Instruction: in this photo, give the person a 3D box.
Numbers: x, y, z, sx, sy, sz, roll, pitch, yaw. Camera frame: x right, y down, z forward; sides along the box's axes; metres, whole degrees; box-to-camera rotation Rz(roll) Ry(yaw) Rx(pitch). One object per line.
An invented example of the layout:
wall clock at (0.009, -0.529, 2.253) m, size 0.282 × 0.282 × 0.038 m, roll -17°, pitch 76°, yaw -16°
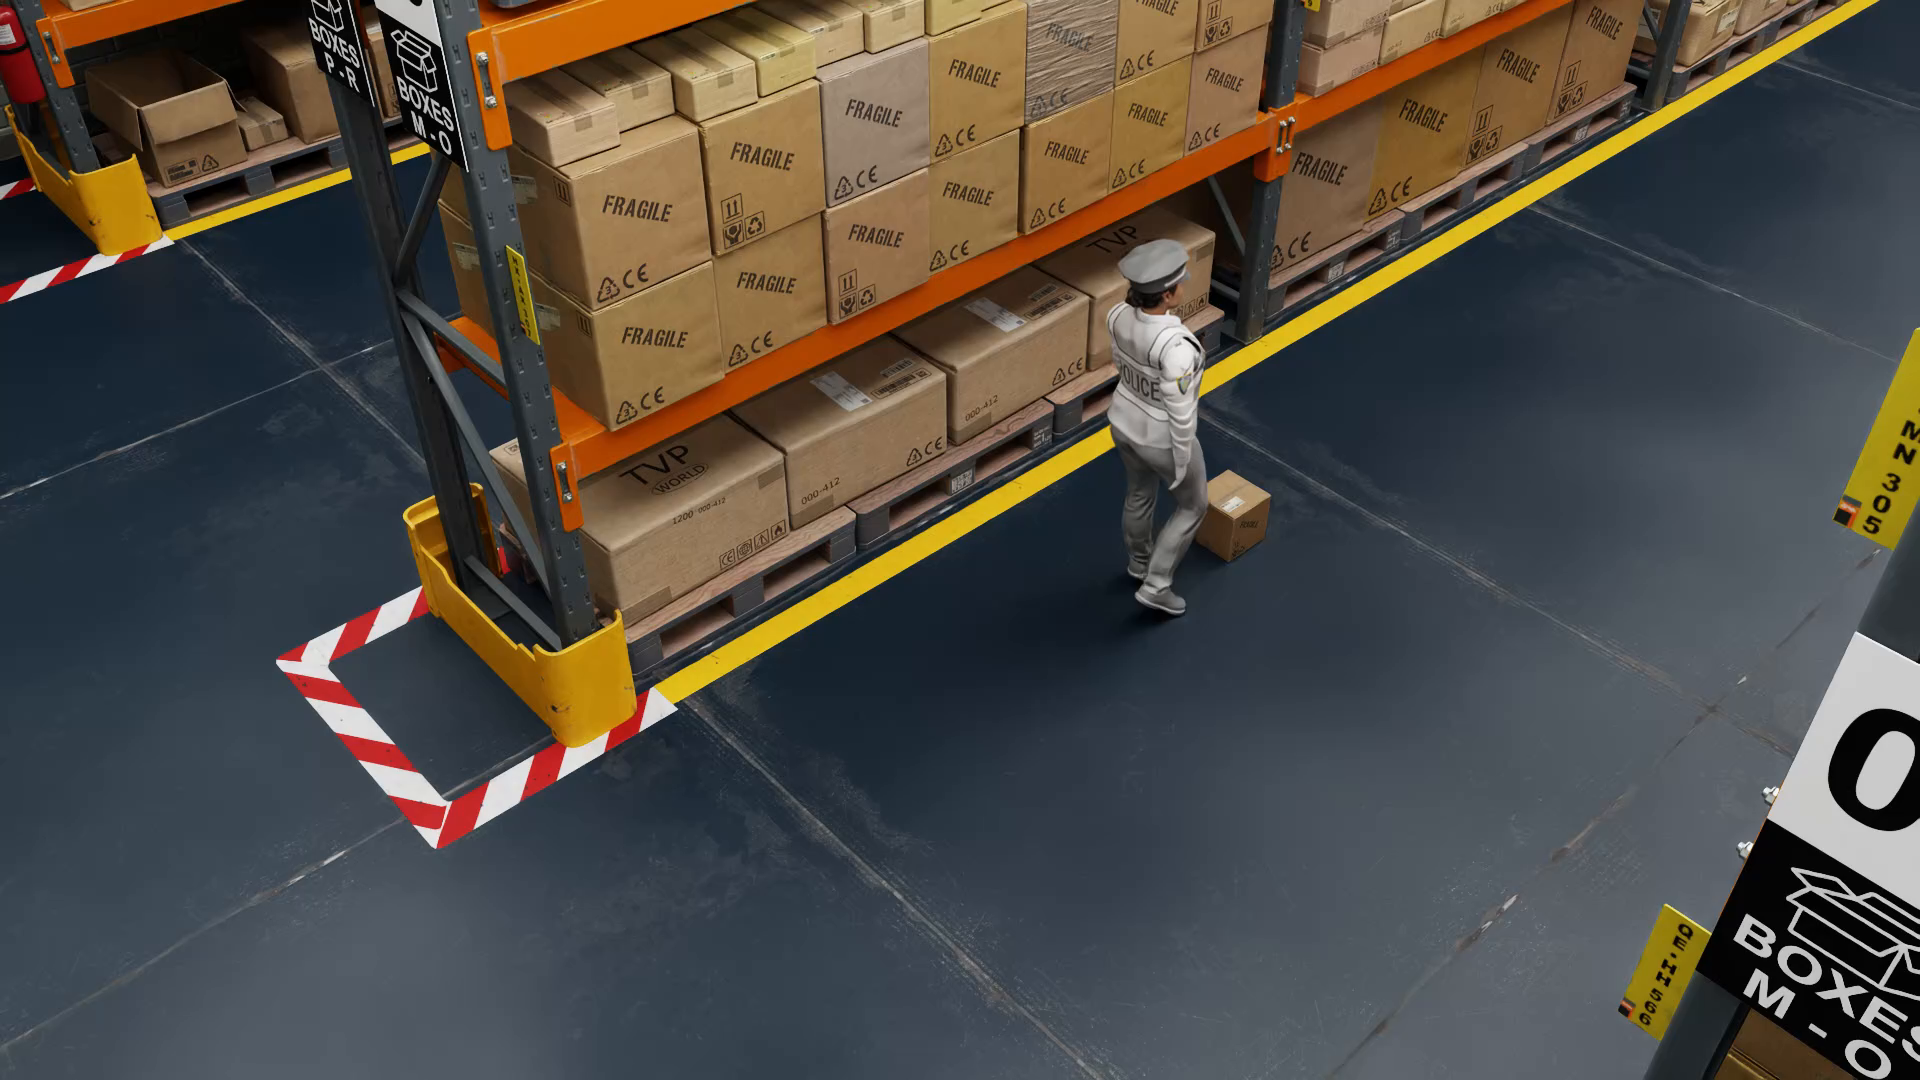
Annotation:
person at (0.816, -0.444, 6.669) m, size 0.478 × 1.715 × 0.508 m, roll -26°, pitch 47°, yaw -28°
